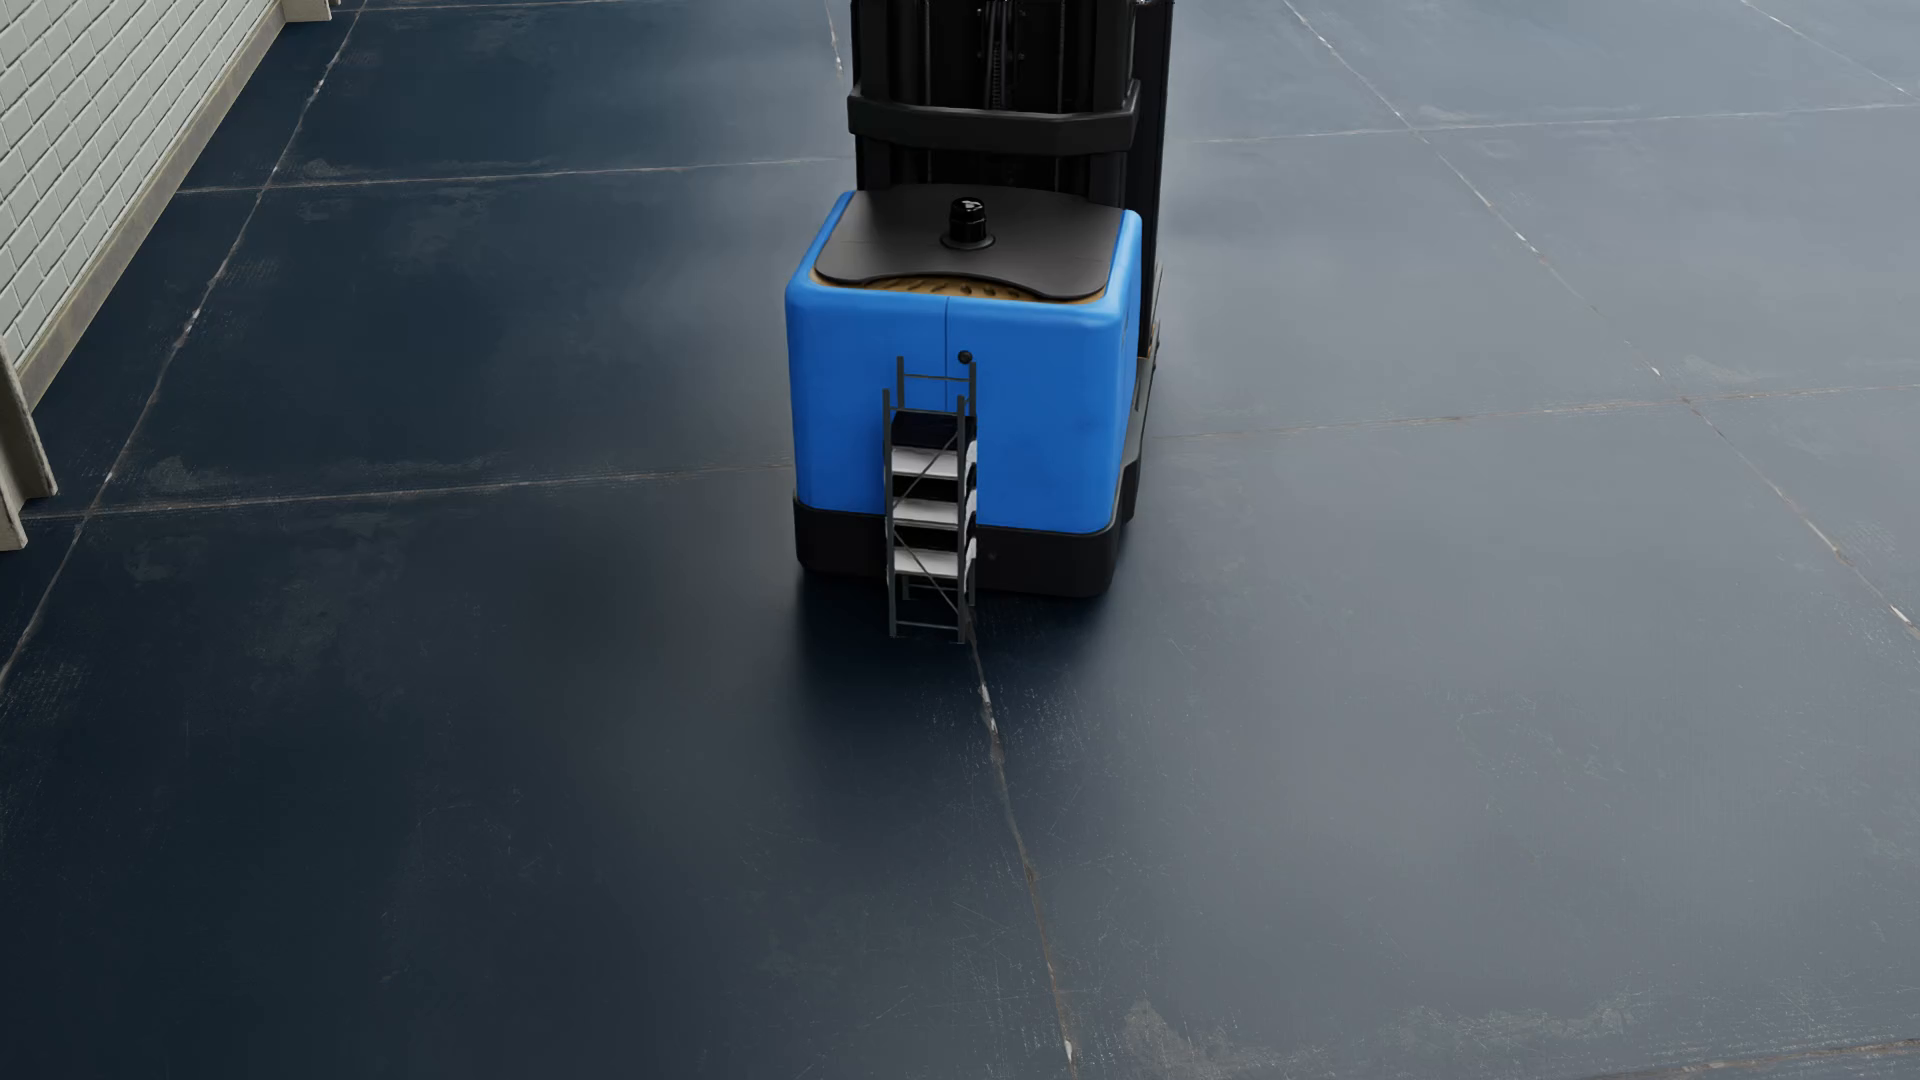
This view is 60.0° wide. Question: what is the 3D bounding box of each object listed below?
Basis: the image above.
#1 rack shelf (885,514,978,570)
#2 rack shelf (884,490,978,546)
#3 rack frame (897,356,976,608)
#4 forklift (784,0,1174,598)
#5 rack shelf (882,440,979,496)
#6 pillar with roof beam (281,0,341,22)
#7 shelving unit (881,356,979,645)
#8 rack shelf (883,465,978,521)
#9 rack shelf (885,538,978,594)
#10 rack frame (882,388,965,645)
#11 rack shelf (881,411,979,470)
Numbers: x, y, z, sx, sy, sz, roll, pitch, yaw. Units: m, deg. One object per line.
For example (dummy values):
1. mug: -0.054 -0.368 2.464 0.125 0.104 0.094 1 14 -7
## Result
1. rack shelf: -0.087 -0.006 5.179 0.258 0.077 0.200 6 35 8
2. rack shelf: -0.087 -0.081 5.129 0.258 0.077 0.200 6 35 8
3. rack frame: -0.070 -0.165 5.193 0.240 0.900 0.006 6 35 8
4. forklift: 0.214 -1.846 5.856 1.130 2.935 3.031 6 35 8
5. rack shelf: -0.087 -0.229 5.027 0.258 0.077 0.200 6 35 8
6. pillar with roof beam: 0.065 -7.461 8.707 9.100 9.000 0.400 -4 35 -6
7. shelving unit: -0.087 -0.108 5.110 0.258 0.900 0.210 6 35 8
8. rack shelf: -0.087 -0.155 5.078 0.258 0.077 0.200 6 35 8
9. rack shelf: -0.087 0.068 5.230 0.258 0.077 0.200 6 35 8
10. rack frame: -0.105 -0.052 5.027 0.240 0.900 0.006 6 35 8
11. rack shelf: -0.087 -0.304 4.977 0.258 0.077 0.200 6 35 8
